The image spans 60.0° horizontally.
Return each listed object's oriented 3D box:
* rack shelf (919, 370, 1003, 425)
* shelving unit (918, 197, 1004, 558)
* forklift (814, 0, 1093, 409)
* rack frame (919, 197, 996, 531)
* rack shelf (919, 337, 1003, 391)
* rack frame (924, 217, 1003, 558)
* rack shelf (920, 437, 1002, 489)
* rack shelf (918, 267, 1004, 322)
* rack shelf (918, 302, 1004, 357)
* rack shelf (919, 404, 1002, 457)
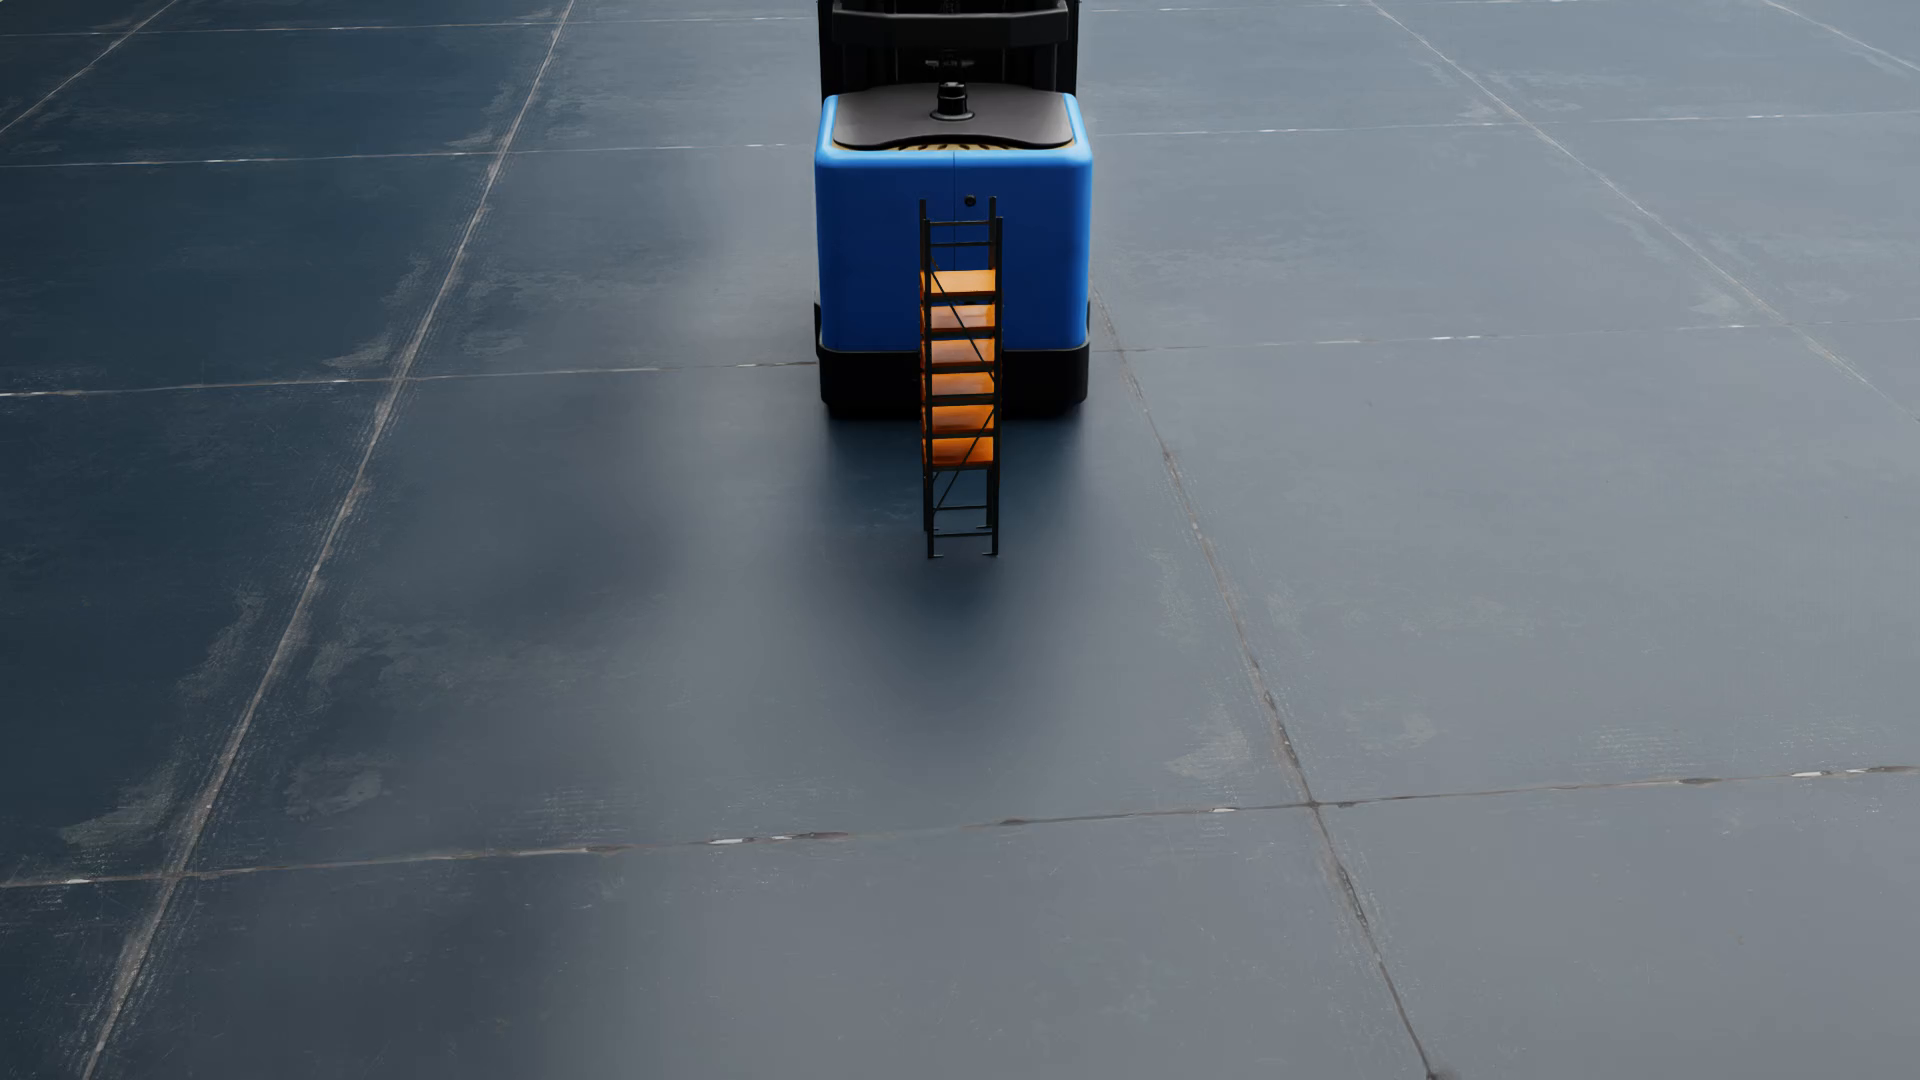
[{"bbox_3d":[0.001,-0.470,5.453,0.258,0.103,0.180,-3,31,-5],"label":"rack shelf"},{"bbox_3d":[0.001,-0.508,5.430,0.258,1.200,0.189,-3,31,-5],"label":"shelving unit"},{"bbox_3d":[-0.054,-2.487,7.056,1.130,2.935,3.031,-1,31,-1],"label":"forklift"},{"bbox_3d":[-0.007,-0.554,5.508,0.240,1.200,0.006,-3,31,-5],"label":"rack frame"},{"bbox_3d":[0.001,-0.573,5.391,0.258,0.103,0.180,-3,31,-5],"label":"rack shelf"},{"bbox_3d":[0.010,-0.461,5.352,0.240,1.200,0.006,-3,31,-5],"label":"rack frame"},{"bbox_3d":[0.001,-0.264,5.576,0.258,0.103,0.180,-3,31,-5],"label":"rack shelf"},{"bbox_3d":[0.001,-0.779,5.268,0.258,0.103,0.180,-3,31,-5],"label":"rack shelf"},{"bbox_3d":[0.001,-0.676,5.330,0.258,0.103,0.180,-3,31,-5],"label":"rack shelf"},{"bbox_3d":[0.001,-0.367,5.514,0.258,0.103,0.180,-3,31,-5],"label":"rack shelf"}]
